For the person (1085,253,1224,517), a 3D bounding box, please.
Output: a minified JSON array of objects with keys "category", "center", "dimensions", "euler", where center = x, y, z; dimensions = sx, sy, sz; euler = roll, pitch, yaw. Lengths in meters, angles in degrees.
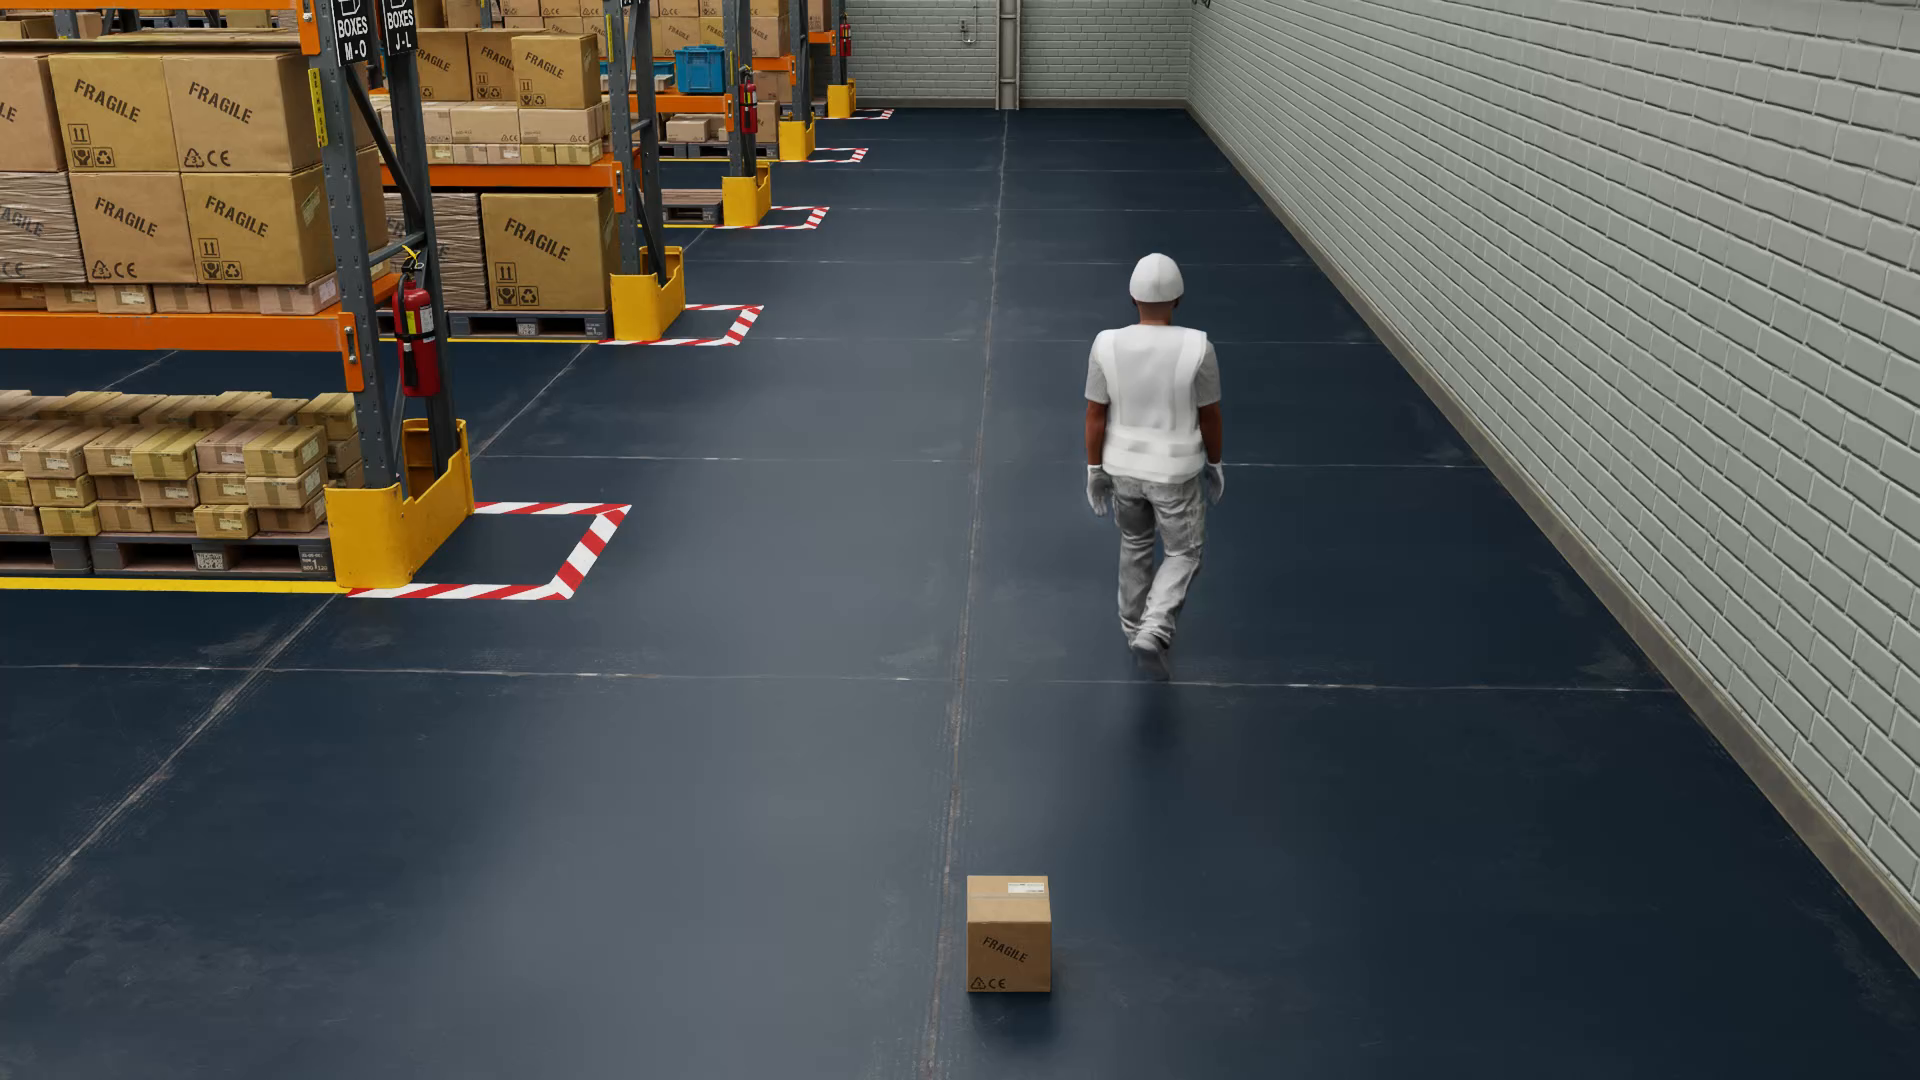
[{"category":"person","center":[0.798,-0.612,6.692],"dimensions":[0.548,1.087,0.341],"euler":[8,22,20]}]
